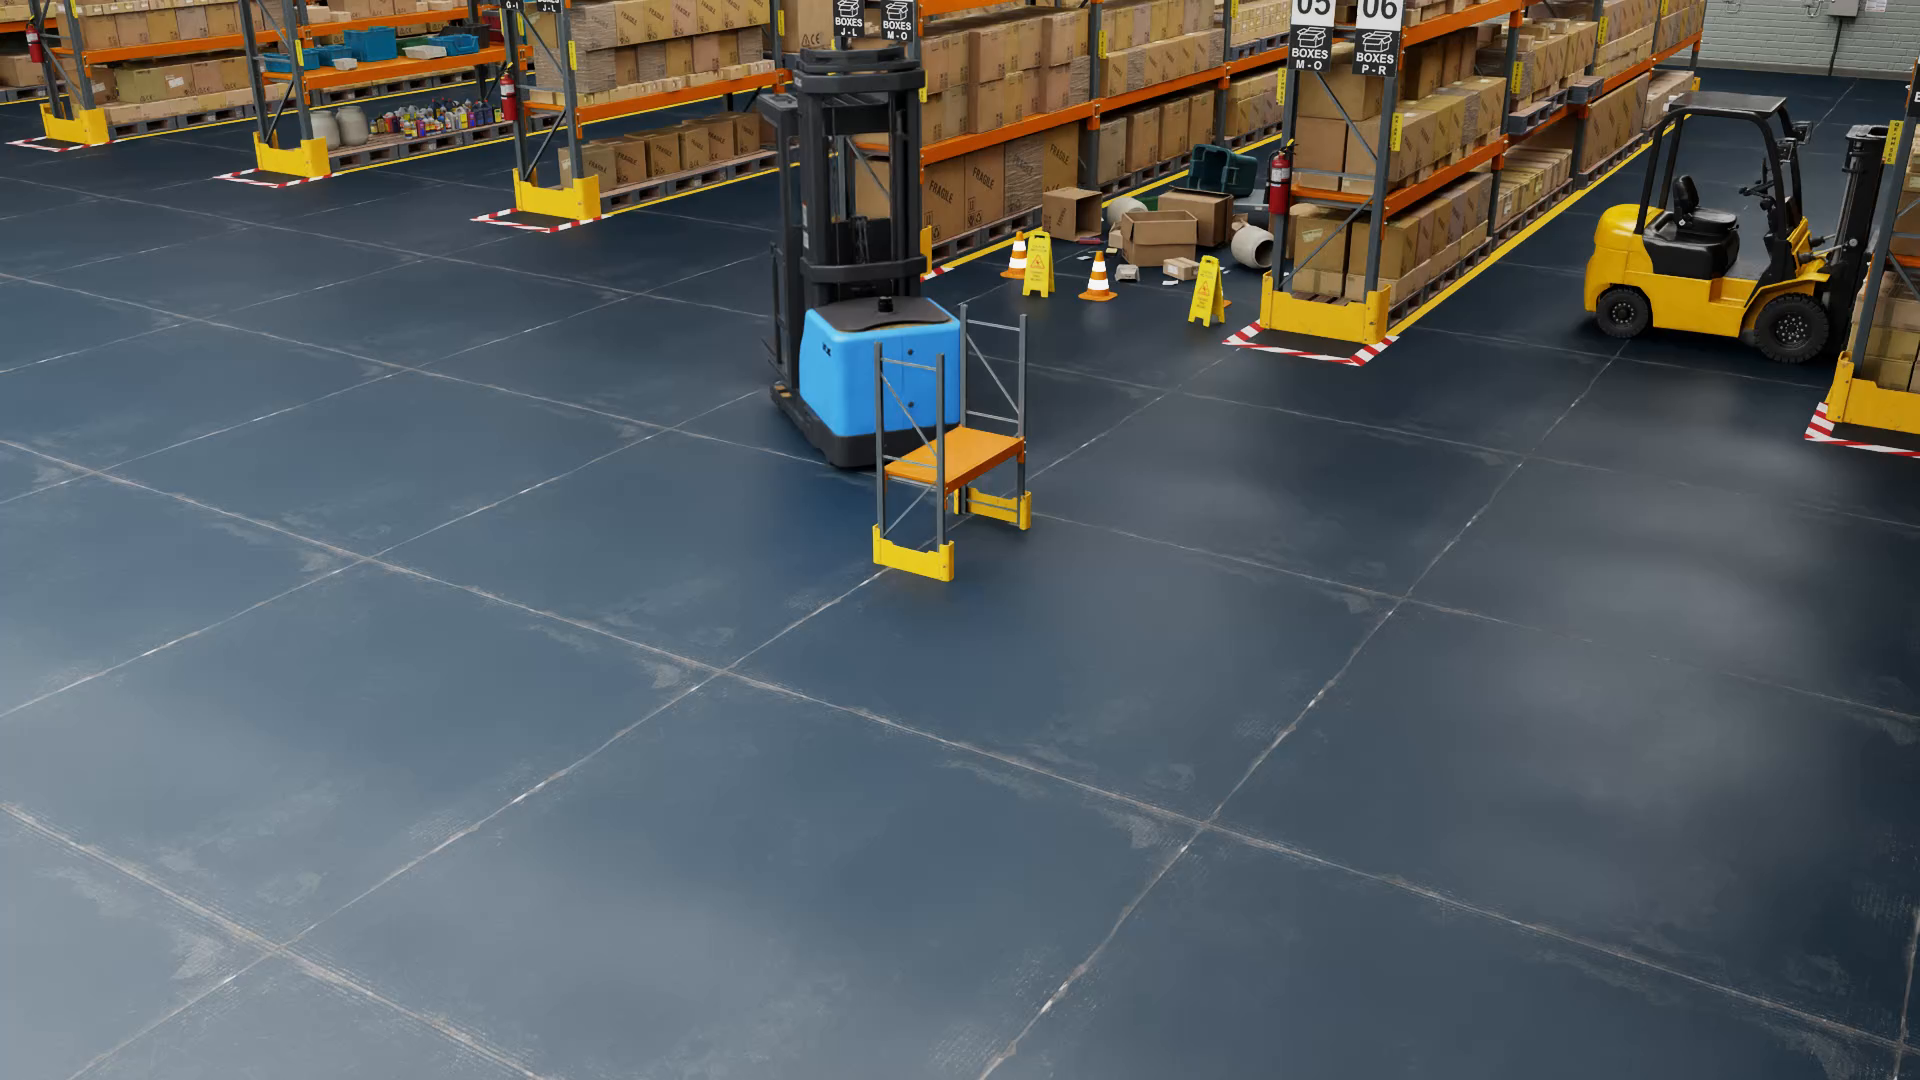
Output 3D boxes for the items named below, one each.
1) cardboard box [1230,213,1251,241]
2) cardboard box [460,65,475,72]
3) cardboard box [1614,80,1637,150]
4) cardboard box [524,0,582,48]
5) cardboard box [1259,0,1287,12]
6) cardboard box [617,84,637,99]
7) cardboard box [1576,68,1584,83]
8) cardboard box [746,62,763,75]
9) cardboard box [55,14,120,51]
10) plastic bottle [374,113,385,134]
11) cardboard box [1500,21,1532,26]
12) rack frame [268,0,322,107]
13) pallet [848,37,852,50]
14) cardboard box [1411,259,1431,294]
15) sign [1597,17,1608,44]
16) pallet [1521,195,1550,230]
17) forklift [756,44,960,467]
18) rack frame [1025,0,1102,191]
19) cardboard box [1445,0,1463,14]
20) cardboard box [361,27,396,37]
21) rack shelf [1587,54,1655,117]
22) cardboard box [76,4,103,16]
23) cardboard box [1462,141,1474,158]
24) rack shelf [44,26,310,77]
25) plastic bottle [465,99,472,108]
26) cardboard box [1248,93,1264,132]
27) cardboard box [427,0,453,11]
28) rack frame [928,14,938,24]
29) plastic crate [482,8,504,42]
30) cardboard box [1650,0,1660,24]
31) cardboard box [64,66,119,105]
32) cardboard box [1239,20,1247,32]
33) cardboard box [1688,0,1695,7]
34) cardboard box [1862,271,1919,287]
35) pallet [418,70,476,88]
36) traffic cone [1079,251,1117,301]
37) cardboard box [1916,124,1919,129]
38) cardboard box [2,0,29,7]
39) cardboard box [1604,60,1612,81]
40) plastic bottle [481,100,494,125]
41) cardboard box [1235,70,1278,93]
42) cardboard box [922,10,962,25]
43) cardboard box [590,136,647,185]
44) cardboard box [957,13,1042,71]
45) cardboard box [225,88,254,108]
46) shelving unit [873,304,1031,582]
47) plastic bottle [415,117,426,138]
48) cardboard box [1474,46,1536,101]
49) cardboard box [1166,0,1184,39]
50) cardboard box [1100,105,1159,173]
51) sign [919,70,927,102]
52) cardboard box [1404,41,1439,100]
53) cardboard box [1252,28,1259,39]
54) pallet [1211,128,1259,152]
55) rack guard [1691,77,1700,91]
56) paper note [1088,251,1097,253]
[{"bbox_3d":[3.261,-3.605,19.243,0.258,0.266,0.396,-3,24,-7],"label":"cardboard box"},{"bbox_3d":[-9.280,-8.891,30.945,0.500,0.250,0.500,15,27,30],"label":"cardboard box"},{"bbox_3d":[9.005,-6.070,23.642,0.875,0.875,0.875,15,27,30],"label":"cardboard box"},{"bbox_3d":[-4.935,-6.290,20.246,0.500,0.500,0.500,14,27,29],"label":"cardboard box"},{"bbox_3d":[4.741,-8.123,25.276,0.380,0.149,0.250,13,26,27],"label":"cardboard box"},{"bbox_3d":[-4.256,-5.593,20.710,0.380,0.149,0.250,14,27,29],"label":"cardboard box"},{"bbox_3d":[7.476,-5.752,20.550,0.380,0.149,0.250,14,27,29],"label":"cardboard box"},{"bbox_3d":[-2.909,-6.430,22.643,0.380,0.149,0.250,14,27,29],"label":"cardboard box"},{"bbox_3d":[-13.172,-7.690,25.111,0.700,0.500,0.500,14,27,29],"label":"cardboard box"},{"bbox_3d":[-8.581,-6.160,24.569,0.061,0.283,0.133,15,27,30],"label":"plastic bottle"},{"bbox_3d":[6.921,-6.129,20.604,0.500,0.500,0.500,15,28,32],"label":"cardboard box"},{"bbox_3d":[-11.319,-8.839,27.892,1.000,3.000,0.127,14,27,29],"label":"rack frame"},{"bbox_3d":[-1.805,-7.347,24.687,1.003,0.211,1.213,14,27,29],"label":"pallet"},{"bbox_3d":[4.340,-2.651,16.530,0.500,0.250,0.500,15,28,31],"label":"cardboard box"},{"bbox_3d":[8.090,-6.419,20.945,0.100,0.325,0.005,14,27,29],"label":"sign"},{"bbox_3d":[6.566,-4.082,20.413,1.003,0.211,1.213,14,27,29],"label":"pallet"},{"bbox_3d":[-0.936,-2.441,13.200,1.130,2.935,3.031,-8,25,-18],"label":"forklift"},{"bbox_3d":[1.255,-5.688,20.614,1.000,3.000,0.127,14,27,29],"label":"rack frame"},{"bbox_3d":[4.533,-5.077,15.742,0.380,0.149,0.250,14,27,30],"label":"cardboard box"},{"bbox_3d":[-12.453,-10.947,34.939,0.750,0.750,0.750,14,27,29],"label":"cardboard box"},{"bbox_3d":[8.679,-6.380,23.117,1.077,0.370,4.000,14,27,29],"label":"rack shelf"},{"bbox_3d":[-13.040,-7.920,24.826,0.380,0.149,0.250,14,27,29],"label":"cardboard box"},{"bbox_3d":[5.070,-4.054,17.154,0.380,0.149,0.250,13,27,28],"label":"cardboard box"},{"bbox_3d":[-12.374,-7.834,26.475,1.077,0.370,4.000,14,27,29],"label":"rack shelf"},{"bbox_3d":[-7.654,-6.734,25.910,0.097,0.271,0.097,0,23,0],"label":"plastic bottle"},{"bbox_3d":[4.217,-6.439,24.967,0.500,0.500,0.500,14,27,30],"label":"cardboard box"},{"bbox_3d":[-9.449,-9.712,30.225,0.380,0.149,0.250,14,27,29],"label":"cardboard box"},{"bbox_3d":[-0.795,-8.112,26.212,1.000,3.000,0.127,14,27,29],"label":"rack frame"},{"bbox_3d":[-7.118,-8.057,26.004,0.402,0.464,0.583,14,27,29],"label":"plastic crate"},{"bbox_3d":[9.711,-7.686,23.845,0.500,0.500,0.500,15,27,31],"label":"cardboard box"},{"bbox_3d":[-13.399,-7.007,25.649,0.500,0.500,0.500,14,27,29],"label":"cardboard box"},{"bbox_3d":[3.932,-7.465,24.132,0.380,0.149,0.250,15,28,31],"label":"cardboard box"},{"bbox_3d":[11.277,-8.678,26.137,0.500,0.500,0.500,14,27,29],"label":"cardboard box"},{"bbox_3d":[7.865,-2.080,13.953,0.500,0.250,0.500,14,27,30],"label":"cardboard box"},{"bbox_3d":[-9.677,-8.640,30.941,1.003,0.211,1.213,14,27,29],"label":"pallet"},{"bbox_3d":[1.412,-2.704,16.914,0.336,0.463,0.334,14,27,29],"label":"traffic cone"},{"bbox_3d":[8.221,-3.393,13.995,0.380,0.149,0.250,14,27,30],"label":"cardboard box"},{"bbox_3d":[-16.323,-9.423,28.460,0.500,0.500,0.500,15,27,31],"label":"cardboard box"},{"bbox_3d":[8.351,-6.256,22.113,0.500,0.250,0.500,13,27,27],"label":"cardboard box"},{"bbox_3d":[-7.208,-6.508,25.288,0.144,0.351,0.185,13,27,28],"label":"plastic bottle"},{"bbox_3d":[4.474,-6.945,25.192,0.500,0.250,0.500,14,27,29],"label":"cardboard box"},{"bbox_3d":[-0.308,-8.265,26.439,0.500,0.500,0.500,15,27,30],"label":"cardboard box"},{"bbox_3d":[-4.386,-4.873,21.349,0.500,0.500,0.500,-20,31,-39],"label":"cardboard box"},{"bbox_3d":[0.438,-5.772,19.259,0.875,0.550,0.550,14,27,29],"label":"cardboard box"},{"bbox_3d":[-11.902,-7.229,27.105,0.500,0.250,0.500,14,27,29],"label":"cardboard box"},{"bbox_3d":[3.991,-3.379,16.791,0.587,1.800,16.366,14,27,29],"label":"shelving unit"},{"bbox_3d":[-7.867,-6.024,24.255,0.061,0.283,0.133,14,27,30],"label":"plastic bottle"},{"bbox_3d":[6.005,-5.158,18.361,0.500,0.500,0.500,15,27,30],"label":"cardboard box"},{"bbox_3d":[2.585,-7.049,22.373,0.700,0.500,0.500,13,27,28],"label":"cardboard box"},{"bbox_3d":[2.018,-5.402,22.255,1.050,0.750,0.750,14,27,29],"label":"cardboard box"},{"bbox_3d":[-0.387,-4.653,17.034,0.100,0.325,0.005,14,27,29],"label":"sign"},{"bbox_3d":[4.324,-4.696,16.564,0.700,0.500,0.500,14,27,29],"label":"cardboard box"},{"bbox_3d":[4.197,-7.497,24.581,0.380,0.149,0.250,15,28,31],"label":"cardboard box"},{"bbox_3d":[3.778,-6.022,24.895,1.003,0.211,1.213,14,27,29],"label":"pallet"},{"bbox_3d":[11.856,-7.596,28.167,1.175,0.500,0.348,14,27,29],"label":"rack guard"},{"bbox_3d":[1.493,-3.248,18.740,0.123,0.001,0.032,-12,26,-26],"label":"paper note"}]
